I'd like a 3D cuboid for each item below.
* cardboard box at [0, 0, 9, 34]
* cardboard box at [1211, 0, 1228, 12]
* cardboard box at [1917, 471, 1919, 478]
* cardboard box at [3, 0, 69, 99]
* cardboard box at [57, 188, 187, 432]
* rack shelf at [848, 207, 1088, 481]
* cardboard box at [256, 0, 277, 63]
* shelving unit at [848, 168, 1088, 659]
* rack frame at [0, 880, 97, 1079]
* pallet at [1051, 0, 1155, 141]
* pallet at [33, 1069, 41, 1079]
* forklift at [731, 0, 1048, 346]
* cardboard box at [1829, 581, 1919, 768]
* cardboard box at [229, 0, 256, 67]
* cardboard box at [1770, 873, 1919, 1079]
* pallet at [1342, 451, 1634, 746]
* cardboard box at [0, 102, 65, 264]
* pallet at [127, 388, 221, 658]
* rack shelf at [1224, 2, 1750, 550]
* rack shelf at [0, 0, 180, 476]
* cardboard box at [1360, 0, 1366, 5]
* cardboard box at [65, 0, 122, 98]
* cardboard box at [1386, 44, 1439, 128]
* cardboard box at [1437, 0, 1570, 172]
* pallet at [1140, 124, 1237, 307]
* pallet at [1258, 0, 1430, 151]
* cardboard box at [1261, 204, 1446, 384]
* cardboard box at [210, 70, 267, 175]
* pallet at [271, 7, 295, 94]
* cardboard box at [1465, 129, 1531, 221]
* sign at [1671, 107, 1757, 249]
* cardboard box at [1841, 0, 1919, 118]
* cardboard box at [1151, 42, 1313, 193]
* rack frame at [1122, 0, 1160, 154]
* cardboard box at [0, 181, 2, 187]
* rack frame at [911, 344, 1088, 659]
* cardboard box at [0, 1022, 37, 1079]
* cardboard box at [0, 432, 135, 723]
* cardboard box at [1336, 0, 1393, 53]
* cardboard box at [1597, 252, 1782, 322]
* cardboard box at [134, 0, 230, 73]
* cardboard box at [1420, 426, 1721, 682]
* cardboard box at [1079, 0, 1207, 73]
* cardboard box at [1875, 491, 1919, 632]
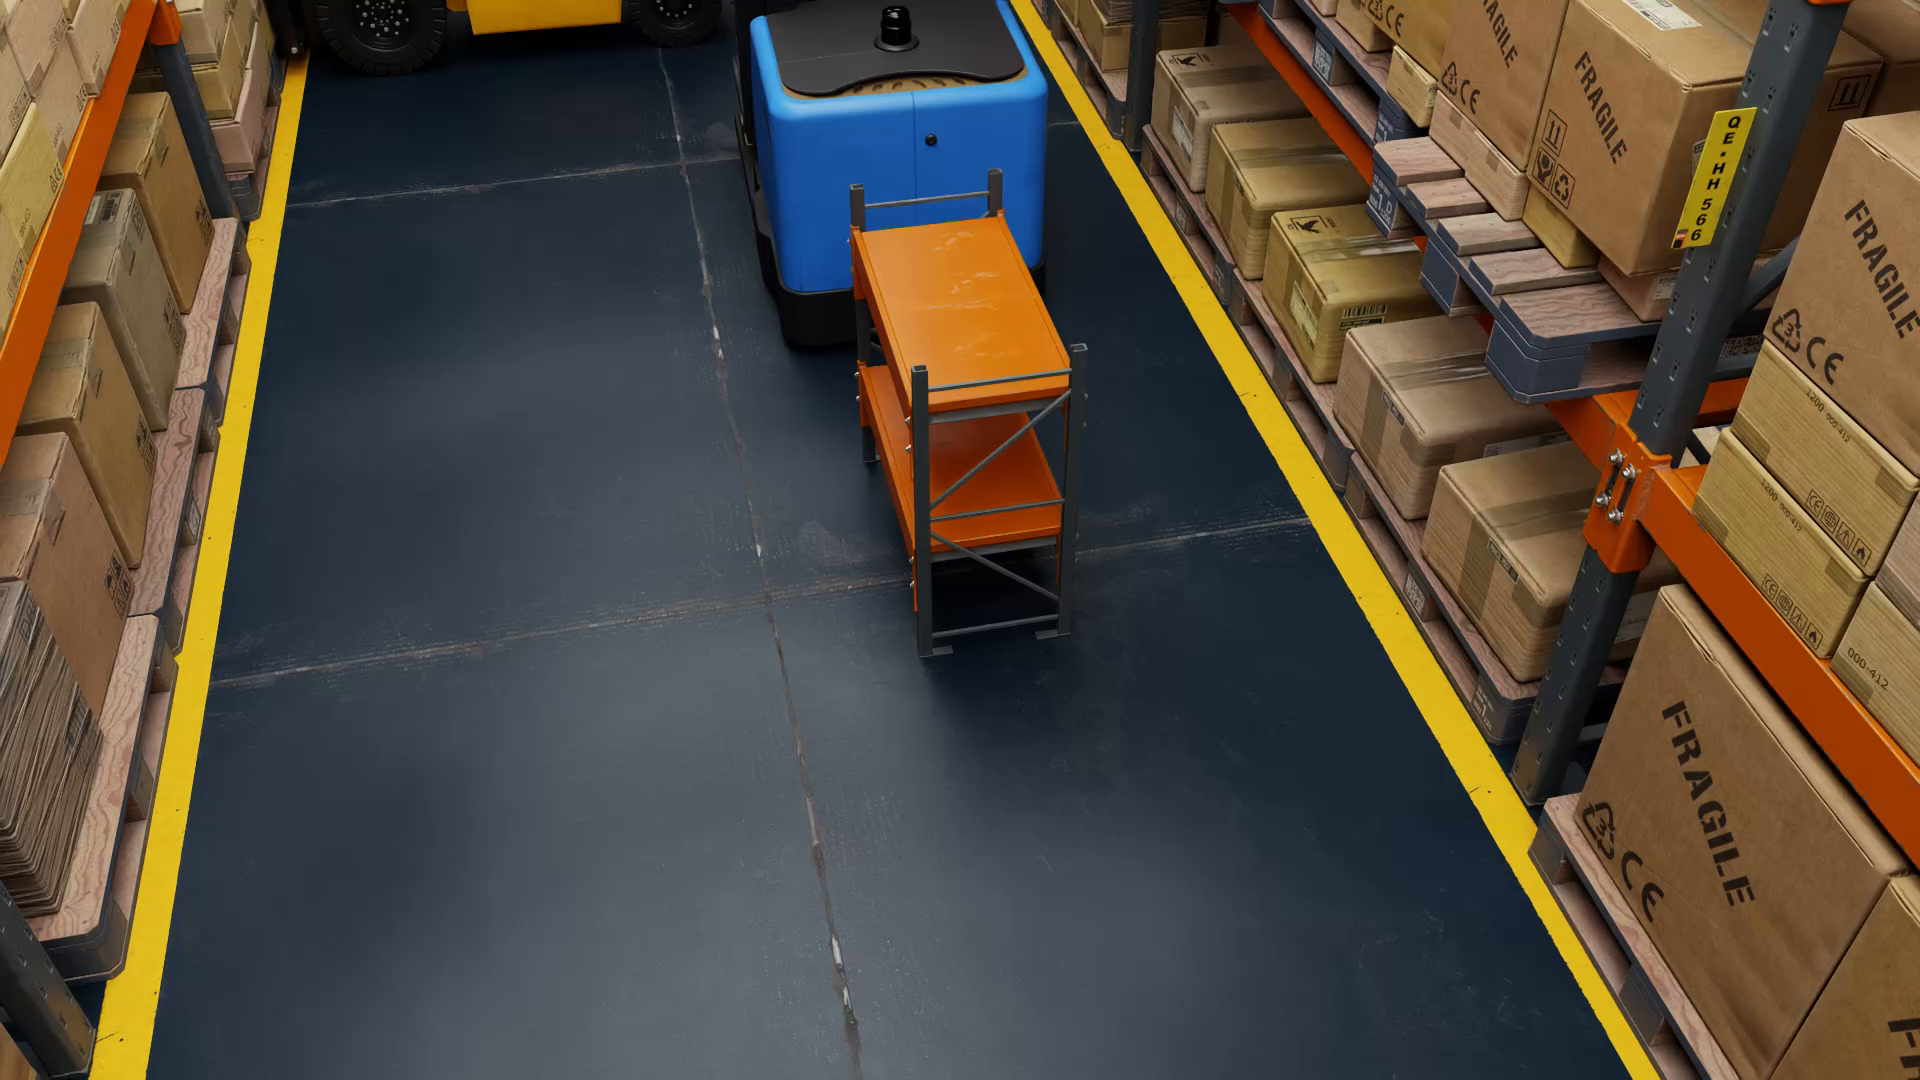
[{"bbox_3d":[-2.847,-1.432,4.539,0.380,0.149,0.250,-9,42,-10],"label":"cardboard box"},{"bbox_3d":[1.407,-2.870,7.914,0.500,0.500,0.500,-6,42,-7],"label":"cardboard box"},{"bbox_3d":[2.118,-0.183,2.869,0.500,0.500,0.500,-8,42,-9],"label":"cardboard box"},{"bbox_3d":[-2.997,-1.511,4.929,0.500,0.250,0.500,-8,42,-8],"label":"cardboard box"},{"bbox_3d":[-3.291,-0.754,5.813,0.875,0.625,0.625,-9,42,-10],"label":"cardboard box"},{"bbox_3d":[0.001,-0.635,5.177,0.538,0.278,1.000,-8,42,-9],"label":"rack shelf"},{"bbox_3d":[-3.607,-2.474,8.032,0.500,0.250,0.500,-8,42,-9],"label":"cardboard box"},{"bbox_3d":[0.001,-0.416,5.372,0.538,1.125,1.048,-8,42,-9],"label":"shelving unit"},{"bbox_3d":[-2.712,0.267,3.190,1.000,3.000,0.127,-8,42,-9],"label":"rack frame"},{"bbox_3d":[1.091,-2.427,8.325,1.003,0.211,1.213,-8,42,-9],"label":"pallet"},{"bbox_3d":[-2.587,1.799,3.565,1.003,0.211,1.213,-8,42,-9],"label":"pallet"},{"bbox_3d":[-0.446,-2.840,6.741,1.130,2.935,3.031,-7,42,-8],"label":"forklift"},{"bbox_3d":[2.122,0.293,3.274,0.500,0.250,0.500,-9,42,-11],"label":"cardboard box"},{"bbox_3d":[-3.489,-2.326,7.489,0.500,0.250,0.500,-9,42,-10],"label":"cardboard box"},{"bbox_3d":[2.391,1.229,3.390,0.875,0.875,0.875,-8,42,-9],"label":"cardboard box"},{"bbox_3d":[1.967,0.089,5.491,1.003,0.211,1.213,-8,42,-9],"label":"pallet"},{"bbox_3d":[-2.901,-0.996,4.725,0.500,0.250,0.500,-7,42,-8],"label":"cardboard box"},{"bbox_3d":[-3.111,-0.019,5.612,1.003,0.211,1.213,-8,42,-9],"label":"pallet"},{"bbox_3d":[1.703,-1.474,5.693,1.077,0.370,4.000,-8,42,-9],"label":"rack shelf"},{"bbox_3d":[-3.143,-0.761,4.889,1.077,0.370,4.000,-8,42,-9],"label":"rack shelf"},{"bbox_3d":[1.416,-2.022,5.153,0.500,0.500,0.500,-10,43,-11],"label":"cardboard box"},{"bbox_3d":[-3.097,-1.656,5.469,0.500,0.250,0.500,-9,42,-10],"label":"cardboard box"},{"bbox_3d":[1.488,-1.350,4.884,0.380,0.149,0.250,-8,42,-9],"label":"cardboard box"},{"bbox_3d":[1.642,-1.341,4.386,0.500,0.500,0.500,-9,42,-10],"label":"cardboard box"},{"bbox_3d":[1.440,-1.493,7.272,1.003,0.211,1.213,-8,42,-9],"label":"pallet"},{"bbox_3d":[1.667,-1.653,5.497,1.003,0.211,1.213,-8,42,-9],"label":"pallet"},{"bbox_3d":[1.697,-0.959,6.233,0.950,0.372,0.625,-7,42,-8],"label":"cardboard box"},{"bbox_3d":[-3.356,-1.816,7.291,0.500,0.250,0.500,-8,42,-9],"label":"cardboard box"},{"bbox_3d":[-3.973,-2.597,8.517,1.003,0.211,1.213,-8,42,-9],"label":"pallet"},{"bbox_3d":[1.607,-1.009,4.500,0.380,0.149,0.250,-9,42,-10],"label":"cardboard box"},{"bbox_3d":[1.606,-0.767,3.541,0.100,0.325,0.005,-8,42,-9],"label":"sign"},{"bbox_3d":[2.263,-1.078,4.089,0.500,0.500,0.500,-9,42,-10],"label":"cardboard box"},{"bbox_3d":[1.387,-1.875,7.265,0.950,0.372,0.625,-8,42,-9],"label":"cardboard box"},{"bbox_3d":[1.271,-3.040,6.915,1.000,3.000,0.127,-8,42,-9],"label":"rack frame"},{"bbox_3d":[-2.771,-0.853,4.188,0.500,0.250,0.500,-9,42,-10],"label":"cardboard box"},{"bbox_3d":[0.111,-0.087,5.000,0.500,1.125,0.032,-8,42,-9],"label":"rack frame"},{"bbox_3d":[-2.410,1.288,3.606,0.500,0.500,0.500,-7,42,-8],"label":"cardboard box"},{"bbox_3d":[-2.982,0.169,4.773,0.875,0.625,0.625,-7,42,-8],"label":"cardboard box"},{"bbox_3d":[1.422,-1.682,5.258,0.380,0.149,0.250,-10,42,-11],"label":"cardboard box"},{"bbox_3d":[1.834,-0.689,4.139,0.380,0.149,0.250,-7,42,-8],"label":"cardboard box"},{"bbox_3d":[-3.373,-2.187,6.956,0.500,0.250,0.500,-9,42,-10],"label":"cardboard box"},{"bbox_3d":[2.022,0.011,5.141,0.950,0.372,0.625,-11,43,-12],"label":"cardboard box"},{"bbox_3d":[0.881,-2.513,8.077,0.500,0.250,0.500,-7,42,-7],"label":"cardboard box"},{"bbox_3d":[2.113,0.121,3.090,0.500,0.250,0.500,-7,42,-8],"label":"cardboard box"}]
